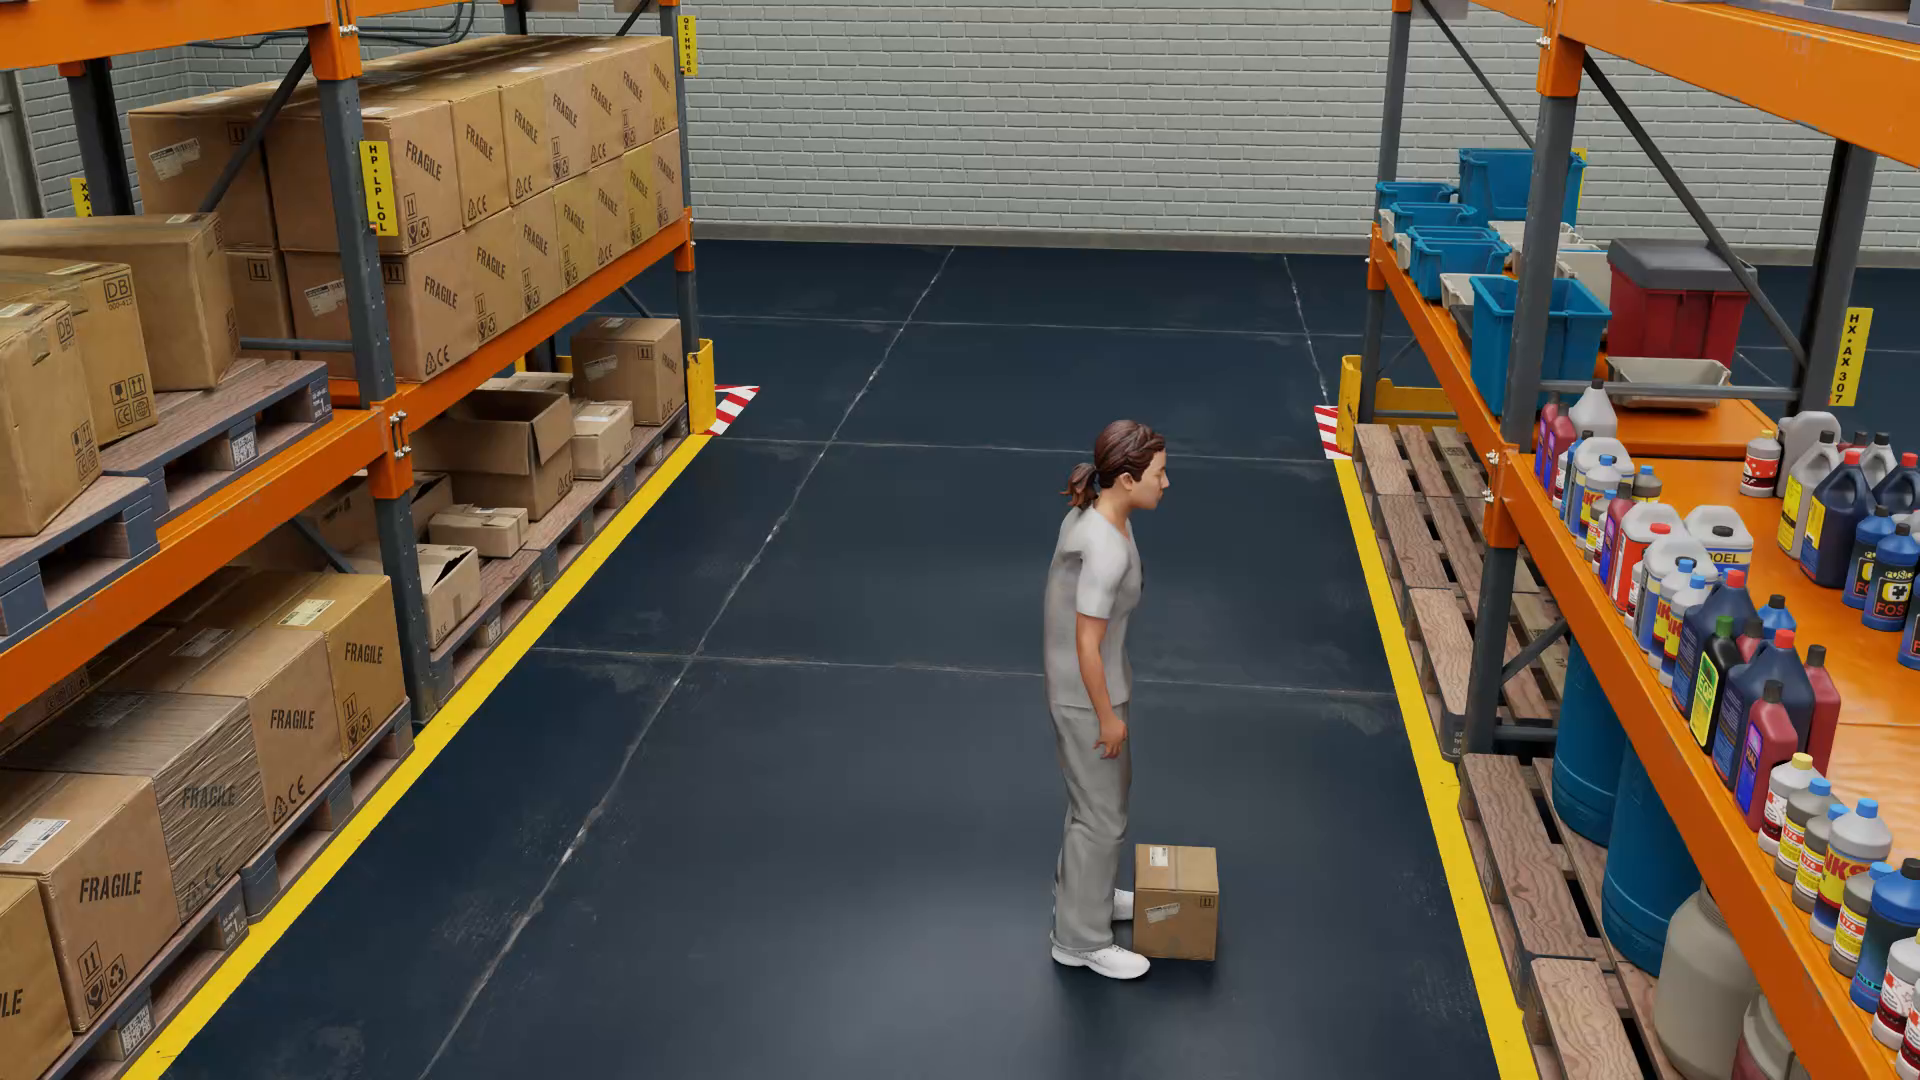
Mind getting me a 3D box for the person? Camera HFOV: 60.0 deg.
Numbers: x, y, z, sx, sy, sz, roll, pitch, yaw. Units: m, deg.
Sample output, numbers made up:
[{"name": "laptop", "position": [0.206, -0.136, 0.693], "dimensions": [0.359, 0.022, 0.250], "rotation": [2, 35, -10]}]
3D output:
[{"name": "person", "position": [0.421, 0.453, 4.921], "dimensions": [0.352, 1.673, 0.490], "rotation": [2, 21, 6]}]
